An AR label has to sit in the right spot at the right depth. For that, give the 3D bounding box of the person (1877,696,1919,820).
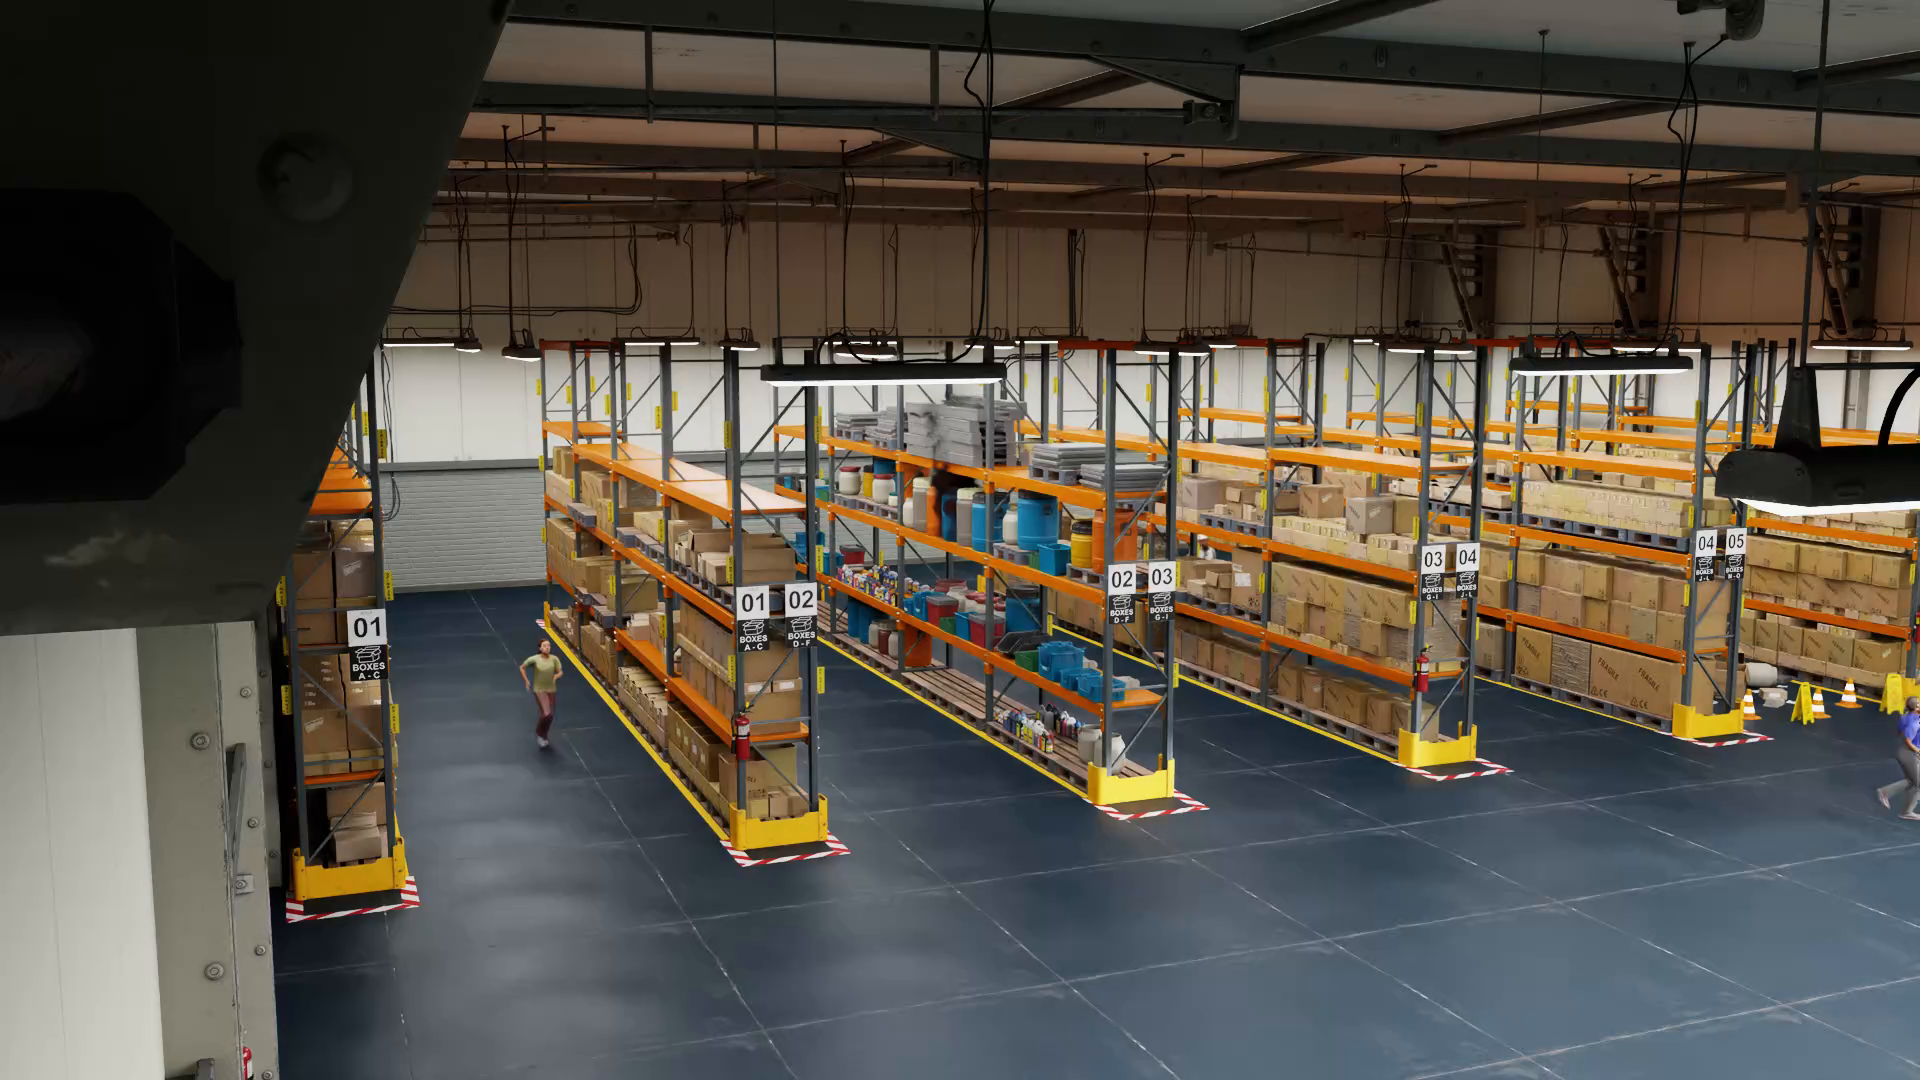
[{"bbox_3d":[12.095,2.780,21.243,0.581,1.609,0.562,2,8,17],"label":"person"}]

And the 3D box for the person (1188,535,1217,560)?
[{"bbox_3d":[5.346,0.736,36.354,0.639,1.744,0.645,-2,8,-17],"label":"person"}]

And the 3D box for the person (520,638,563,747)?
[{"bbox_3d":[-6.190,2.275,24.835,0.565,1.639,0.599,-6,10,-39],"label":"person"}]
